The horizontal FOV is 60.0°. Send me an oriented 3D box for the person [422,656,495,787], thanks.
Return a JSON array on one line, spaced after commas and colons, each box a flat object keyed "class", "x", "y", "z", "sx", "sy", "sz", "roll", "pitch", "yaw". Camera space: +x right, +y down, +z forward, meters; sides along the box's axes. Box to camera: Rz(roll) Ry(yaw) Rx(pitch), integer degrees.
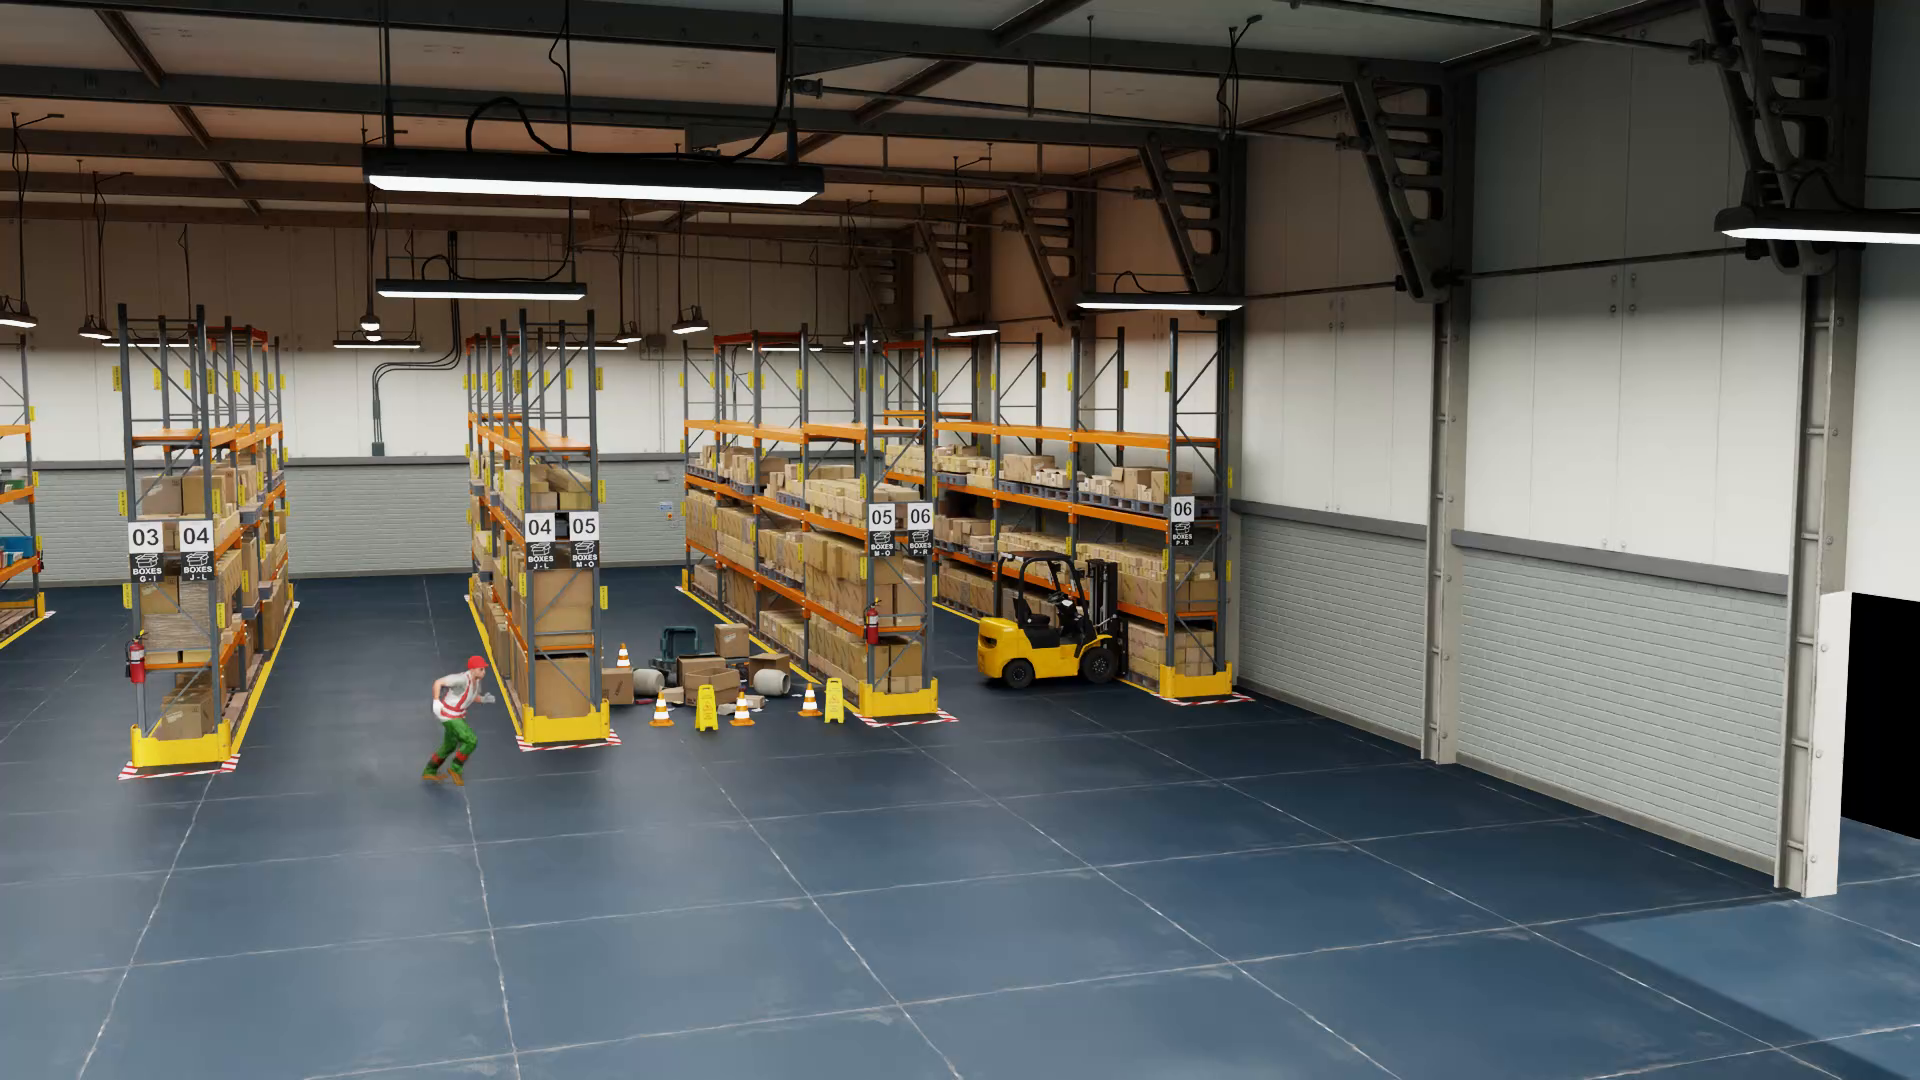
[{"class": "person", "x": -6.244, "y": 2.246, "z": 20.553, "sx": 0.976, "sy": 1.654, "sz": 0.708, "roll": 1, "pitch": 6, "yaw": 12}]
